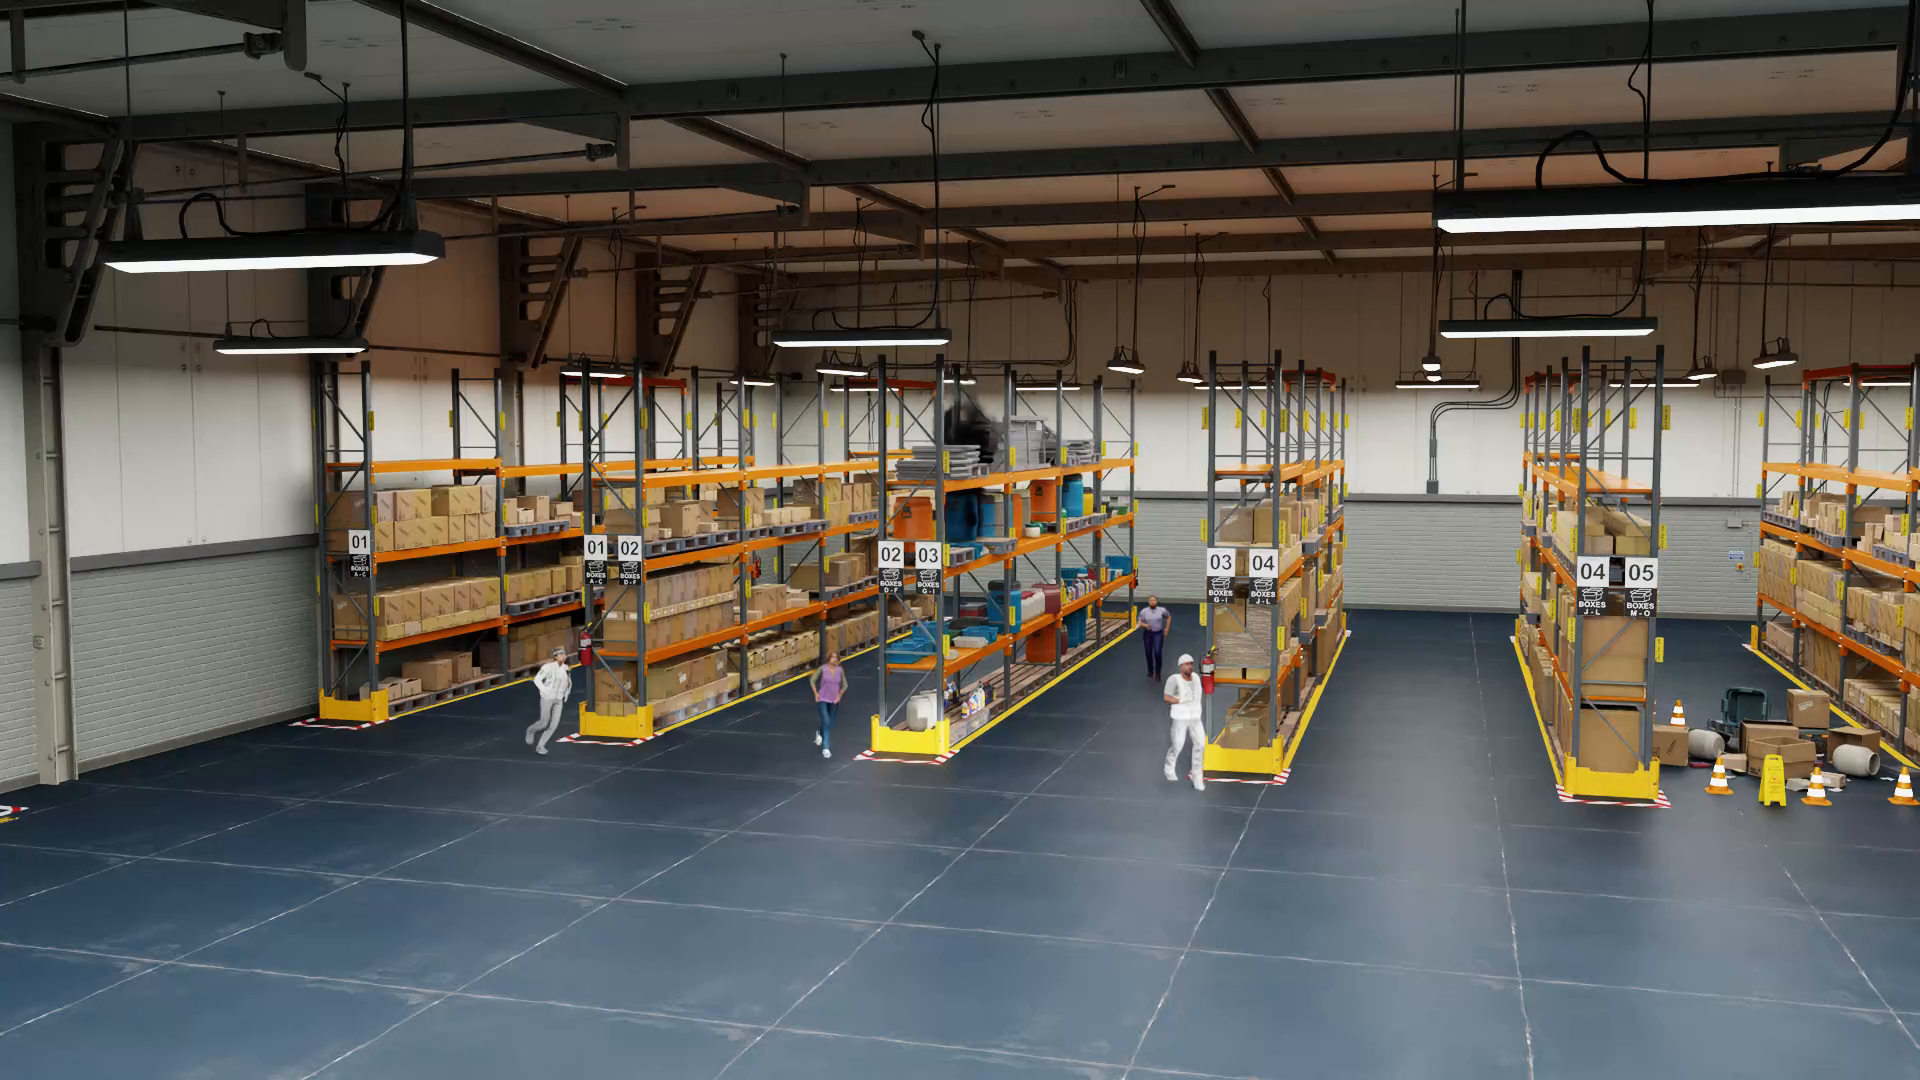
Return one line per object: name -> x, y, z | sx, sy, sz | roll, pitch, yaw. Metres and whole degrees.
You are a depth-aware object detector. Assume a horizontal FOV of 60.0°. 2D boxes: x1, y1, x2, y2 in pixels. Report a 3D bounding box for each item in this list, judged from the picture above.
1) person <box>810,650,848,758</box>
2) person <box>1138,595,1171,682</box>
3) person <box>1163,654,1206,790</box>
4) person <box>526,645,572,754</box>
person -> -1.982, 2.442, 25.075 | 0.560, 1.585, 0.677 | -2, 4, -20
person -> 3.737, 1.909, 32.094 | 0.613, 1.704, 0.700 | 1, 4, 13
person -> 3.076, 2.494, 22.781 | 0.674, 1.870, 0.693 | -2, 4, -23
person -> -6.215, 2.398, 25.304 | 0.661, 1.615, 0.599 | -4, 5, -41
